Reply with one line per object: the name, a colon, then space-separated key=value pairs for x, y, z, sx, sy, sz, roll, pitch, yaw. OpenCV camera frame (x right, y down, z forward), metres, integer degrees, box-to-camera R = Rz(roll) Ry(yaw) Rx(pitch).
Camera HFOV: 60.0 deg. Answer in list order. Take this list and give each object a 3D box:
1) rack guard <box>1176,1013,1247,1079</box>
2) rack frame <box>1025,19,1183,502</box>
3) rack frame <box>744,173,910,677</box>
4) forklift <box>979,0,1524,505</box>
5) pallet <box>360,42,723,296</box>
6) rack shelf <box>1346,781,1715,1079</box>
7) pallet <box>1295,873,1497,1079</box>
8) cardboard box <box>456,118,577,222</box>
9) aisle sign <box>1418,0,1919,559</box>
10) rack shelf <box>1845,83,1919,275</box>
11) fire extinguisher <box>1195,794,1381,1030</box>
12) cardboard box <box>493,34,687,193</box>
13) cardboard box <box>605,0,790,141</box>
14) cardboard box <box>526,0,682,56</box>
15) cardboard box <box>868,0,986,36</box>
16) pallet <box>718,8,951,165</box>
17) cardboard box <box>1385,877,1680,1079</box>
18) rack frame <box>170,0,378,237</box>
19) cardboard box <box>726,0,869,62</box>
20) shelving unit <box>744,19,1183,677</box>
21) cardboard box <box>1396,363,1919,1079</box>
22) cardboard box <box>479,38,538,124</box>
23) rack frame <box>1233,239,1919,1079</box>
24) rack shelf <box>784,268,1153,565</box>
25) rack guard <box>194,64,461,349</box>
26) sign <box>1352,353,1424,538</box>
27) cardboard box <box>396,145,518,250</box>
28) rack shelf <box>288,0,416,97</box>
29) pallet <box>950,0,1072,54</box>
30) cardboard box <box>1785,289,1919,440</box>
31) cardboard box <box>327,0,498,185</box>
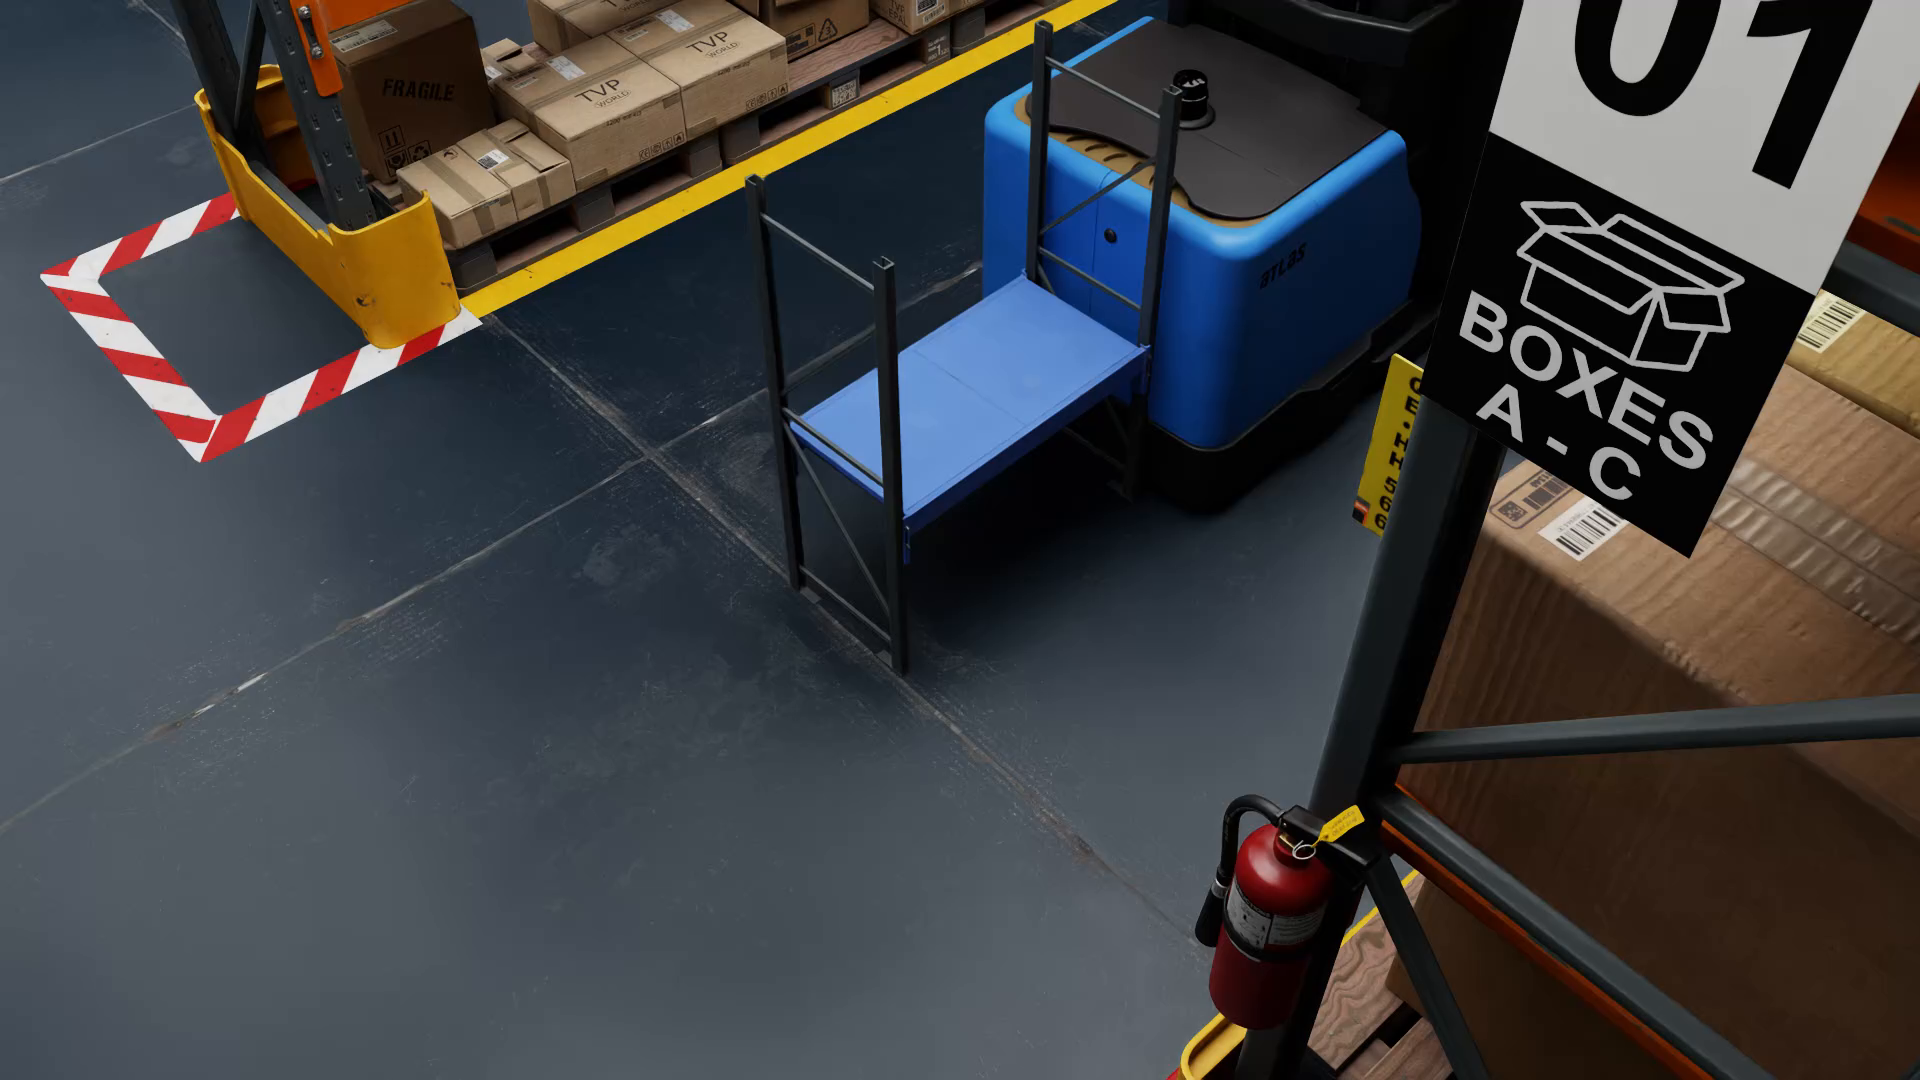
rack guard: x=0.964 y=1.516 z=3.511 sx=0.348 sy=0.500 sz=1.175 roll=-34 pitch=56 yaw=-27
rack frame: x=0.388 y=-0.769 z=4.939 sx=0.032 sy=1.500 sz=0.500 roll=-36 pitch=57 yaw=-28
rack frame: x=-0.335 y=-0.243 z=4.454 sx=0.032 sy=1.500 sz=0.500 roll=-36 pitch=57 yaw=-28
forklift: x=1.446 y=-2.087 z=5.181 sx=1.130 sy=2.935 sz=3.031 roll=36 pitch=57 yaw=28
pallet: x=-1.708 y=-1.522 z=6.511 sx=1.213 sy=0.211 sz=1.003 roll=-34 pitch=56 yaw=-27
rack shelf: x=2.461 y=-0.088 z=3.780 sx=4.000 sy=0.370 sz=1.077 roll=-34 pitch=56 yaw=-27
pallet: x=1.520 y=1.164 z=4.032 sx=1.213 sy=0.211 sz=1.003 roll=-34 pitch=56 yaw=-27
cardboard box: x=-1.628 y=-1.367 z=6.099 sx=0.250 sy=0.166 sz=0.380 roll=-34 pitch=56 yaw=-27
aisle sign: x=0.726 y=-0.353 z=1.766 sx=0.004 sy=0.787 sz=0.394 roll=-34 pitch=56 yaw=-27
rack shelf: x=2.461 y=-1.106 z=2.678 sx=4.000 sy=0.370 sz=1.077 roll=-34 pitch=56 yaw=-27
fire extinguisher: x=0.559 y=0.633 z=2.931 sx=0.183 sy=0.674 sz=0.296 roll=-34 pitch=56 yaw=-27
cardboard box: x=-1.391 y=-1.614 z=6.270 sx=0.500 sy=0.250 sz=0.500 roll=-34 pitch=56 yaw=-27
cardboard box: x=-1.021 y=-1.861 z=6.498 sx=0.500 sy=0.250 sz=0.500 roll=-34 pitch=56 yaw=-27
cardboard box: x=-1.394 y=-2.108 z=6.726 sx=0.500 sy=0.250 sz=0.500 roll=-34 pitch=56 yaw=-27
cardboard box: x=-0.180 y=-2.444 z=6.994 sx=0.500 sy=0.311 sz=0.500 roll=-34 pitch=56 yaw=-27
pallet: x=-0.806 y=-2.122 z=7.064 sx=1.213 sy=0.211 sz=1.003 roll=-34 pitch=56 yaw=-27
cardboard box: x=1.432 y=0.961 z=3.737 sx=0.500 sy=0.500 sz=0.700 roll=-34 pitch=56 yaw=-27
rack frame: x=-2.354 y=-2.035 z=5.087 sx=0.127 sy=3.000 sz=1.000 roll=-34 pitch=56 yaw=-27
cardboard box: x=-0.781 y=-2.384 z=6.808 sx=0.637 sy=0.503 sz=0.797 roll=-34 pitch=56 yaw=-27
shelving unit: x=0.026 y=-0.506 z=4.697 sx=1.048 sy=1.500 sz=0.538 roll=-36 pitch=57 yaw=-28
cardboard box: x=1.352 y=0.297 z=2.731 sx=0.700 sy=0.700 sz=0.980 roll=-31 pitch=55 yaw=-26
cardboard box: x=-1.757 y=-1.778 z=6.478 sx=0.250 sy=0.166 sz=0.380 roll=-34 pitch=56 yaw=-27
rack frame: x=0.979 y=0.655 z=2.605 sx=0.053 sy=2.616 sz=0.949 roll=-34 pitch=56 yaw=-27
rack shelf: x=0.026 y=-0.384 z=4.829 sx=1.000 sy=0.185 sz=0.538 roll=-36 pitch=57 yaw=-28
rack guard: x=-2.298 y=-1.225 z=6.040 sx=0.348 sy=0.500 sz=1.175 roll=-34 pitch=56 yaw=-27
sign: x=0.627 y=-0.118 z=2.369 sx=0.005 sy=0.325 sz=0.100 roll=-34 pitch=56 yaw=-27
cardboard box: x=-1.813 y=-1.238 z=5.992 sx=0.250 sy=0.149 sz=0.380 roll=-34 pitch=56 yaw=-27
rack shelf: x=-0.874 y=-2.780 z=6.264 sx=4.000 sy=0.370 sz=1.077 roll=-34 pitch=56 yaw=-27
pallet: x=0.097 y=-2.728 z=7.624 sx=1.213 sy=0.211 sz=1.003 roll=-34 pitch=56 yaw=-27
cardboard box: x=1.883 y=-0.069 z=3.068 sx=0.700 sy=0.700 sz=0.980 roll=-34 pitch=56 yaw=-27
cardboard box: x=-2.117 y=-1.740 z=6.216 sx=0.500 sy=0.500 sz=0.500 roll=-34 pitch=56 yaw=-27
